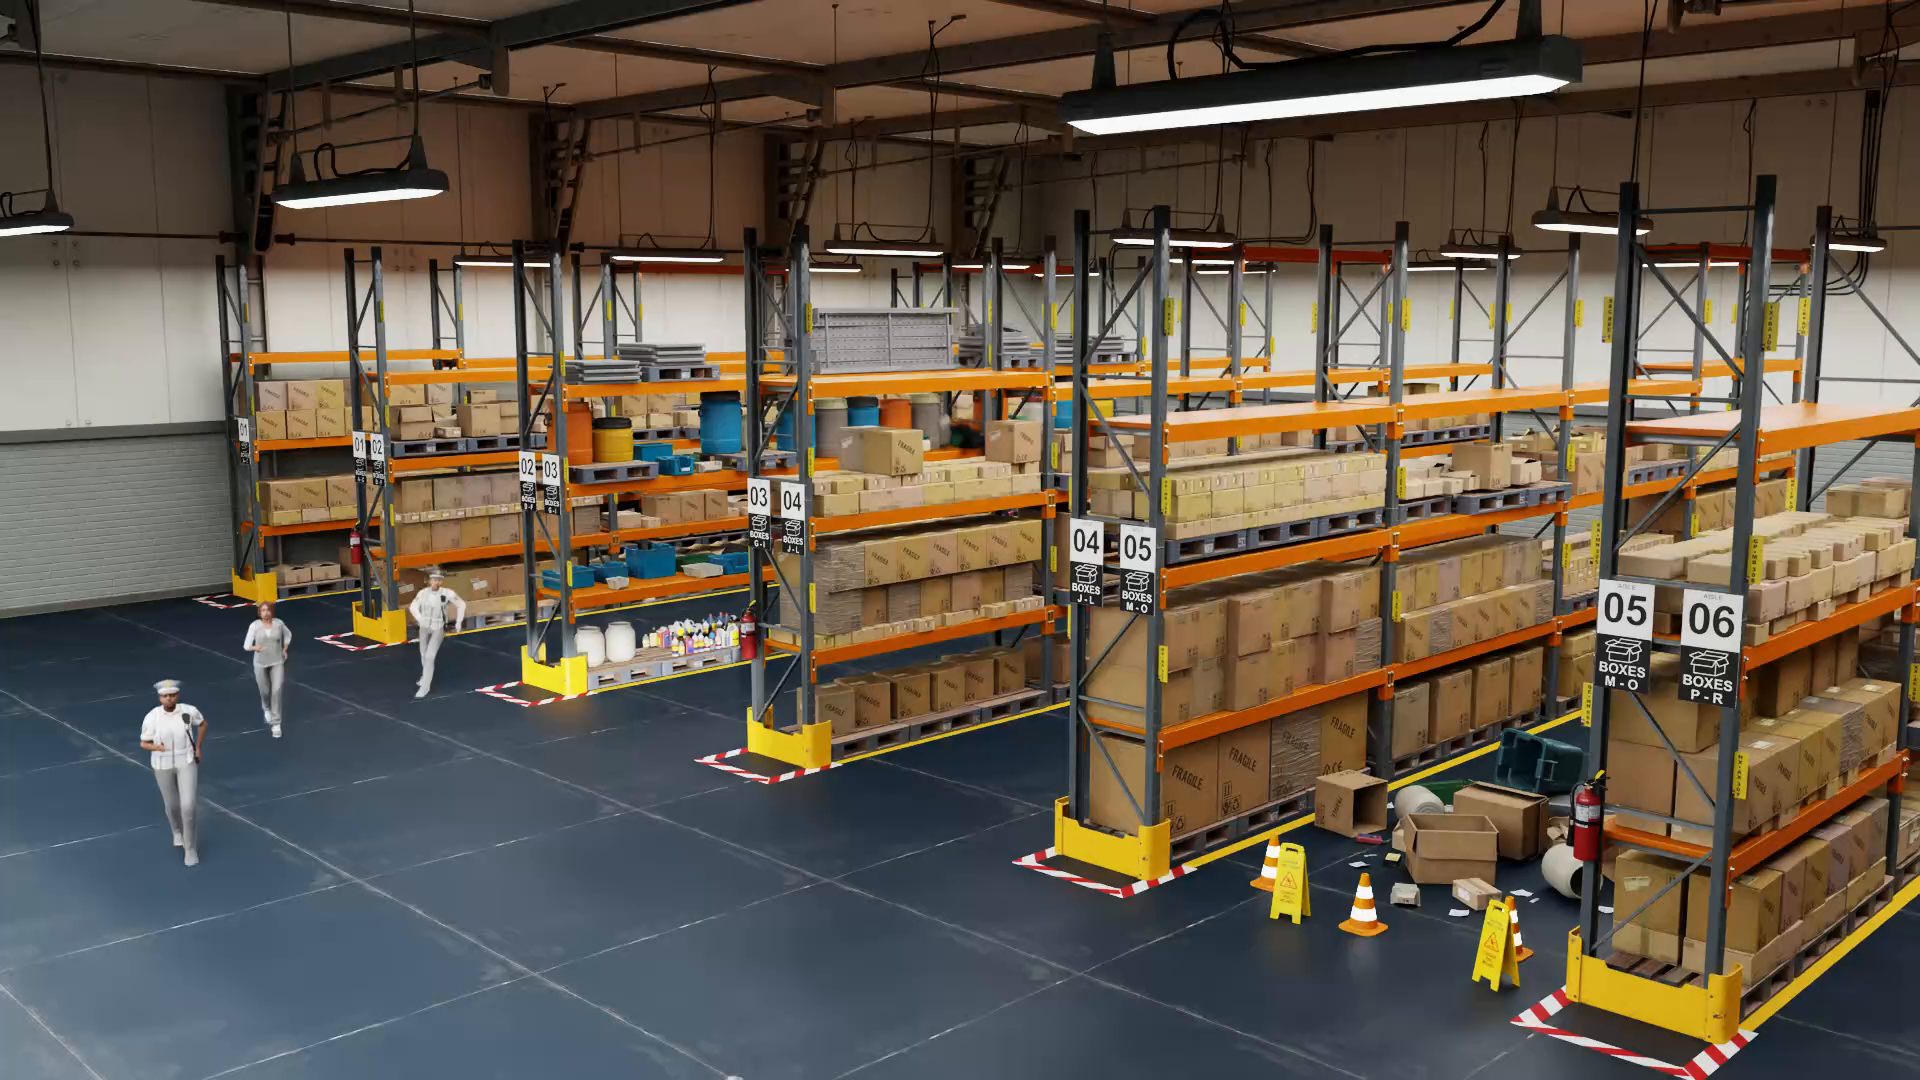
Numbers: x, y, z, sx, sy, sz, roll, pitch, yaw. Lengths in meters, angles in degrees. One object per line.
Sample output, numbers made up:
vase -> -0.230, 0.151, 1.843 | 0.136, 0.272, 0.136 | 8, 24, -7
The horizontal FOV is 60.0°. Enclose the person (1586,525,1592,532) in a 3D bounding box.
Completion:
person -> 10.104, 0.597, 26.621 | 0.806, 1.706, 0.570 | -6, 10, -37

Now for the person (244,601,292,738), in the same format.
person -> -8.324, 1.527, 20.045 | 0.539, 1.578, 0.833 | -3, 9, -23

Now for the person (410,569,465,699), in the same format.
person -> -6.993, 1.219, 22.176 | 0.720, 1.711, 0.750 | 0, 8, 2

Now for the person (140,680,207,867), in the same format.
person -> -7.335, 2.147, 15.549 | 0.559, 1.759, 0.774 | -3, 9, -21
